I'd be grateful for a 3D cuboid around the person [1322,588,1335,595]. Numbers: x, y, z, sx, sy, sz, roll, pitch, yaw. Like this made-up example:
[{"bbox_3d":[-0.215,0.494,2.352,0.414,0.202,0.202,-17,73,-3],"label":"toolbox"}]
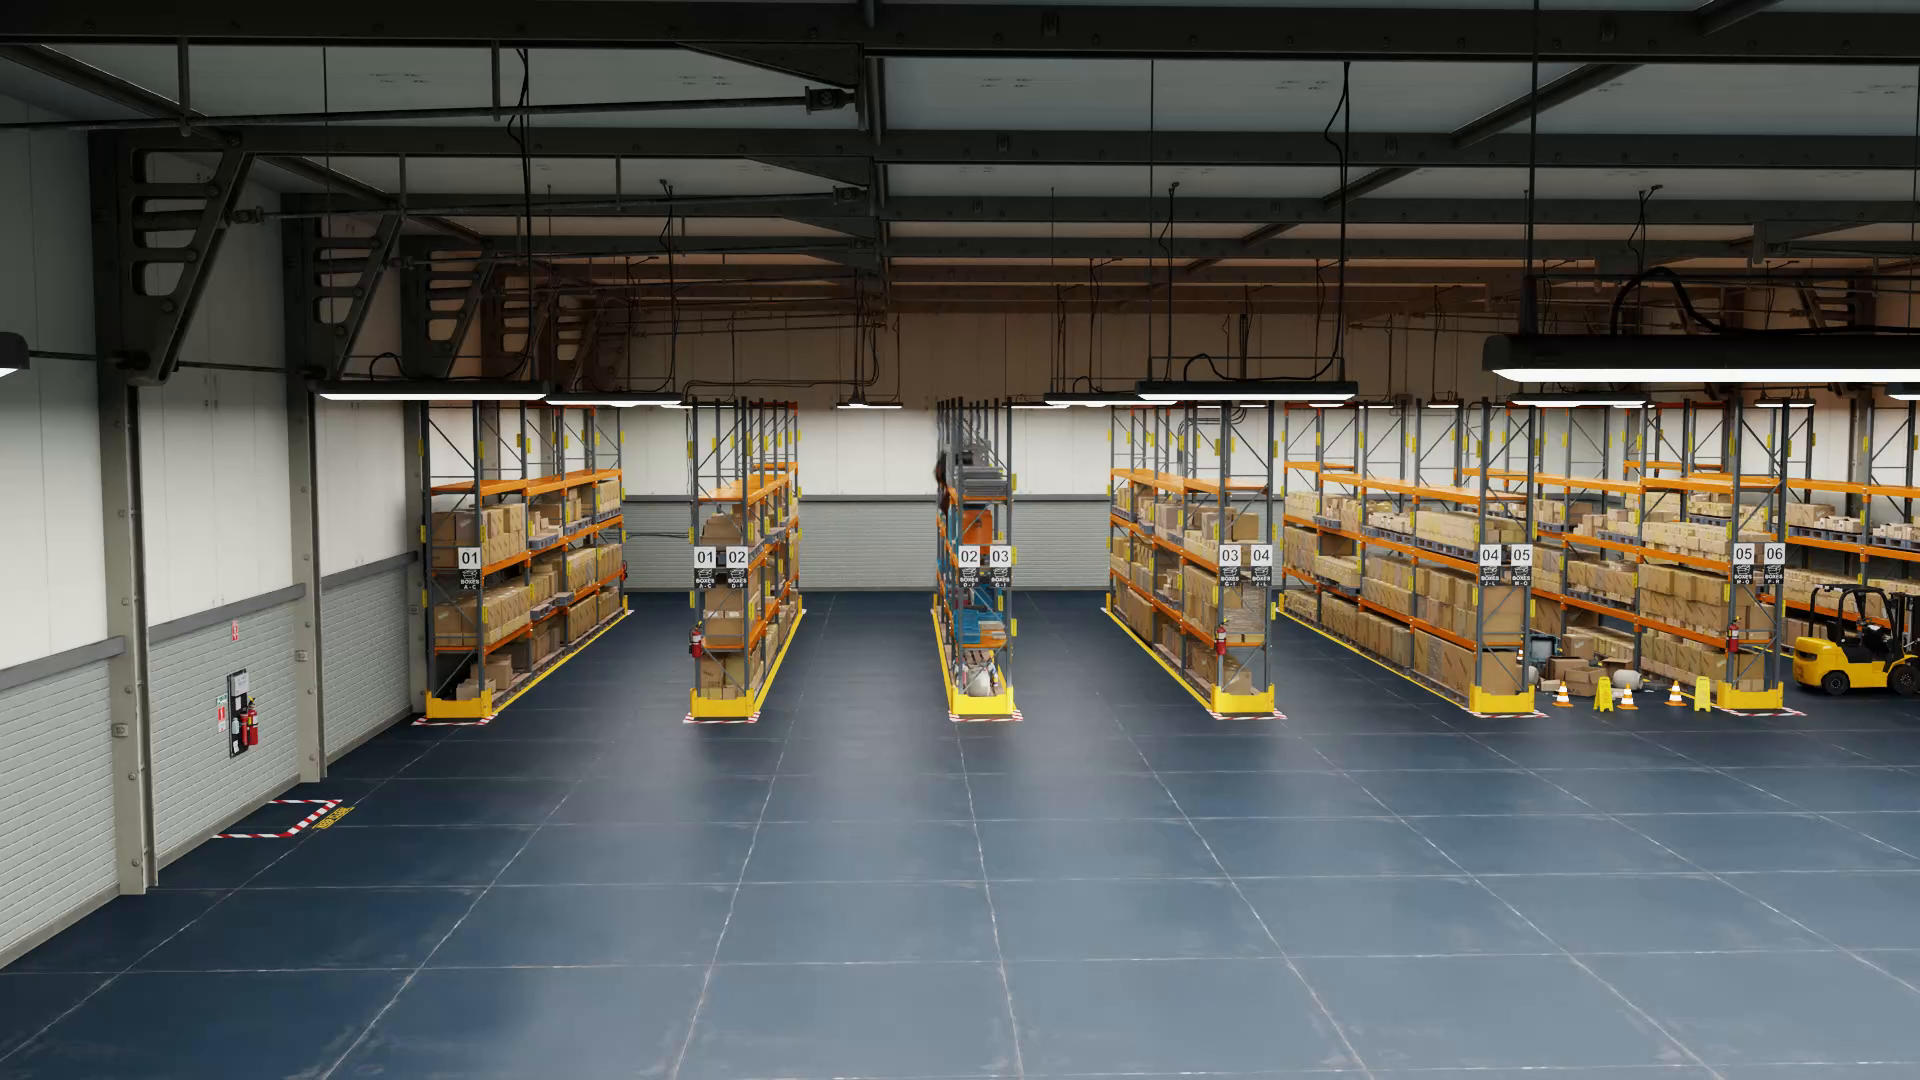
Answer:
[{"bbox_3d":[10.926,1.004,49.547,0.694,1.778,0.641,-2,5,-27],"label":"person"}]
